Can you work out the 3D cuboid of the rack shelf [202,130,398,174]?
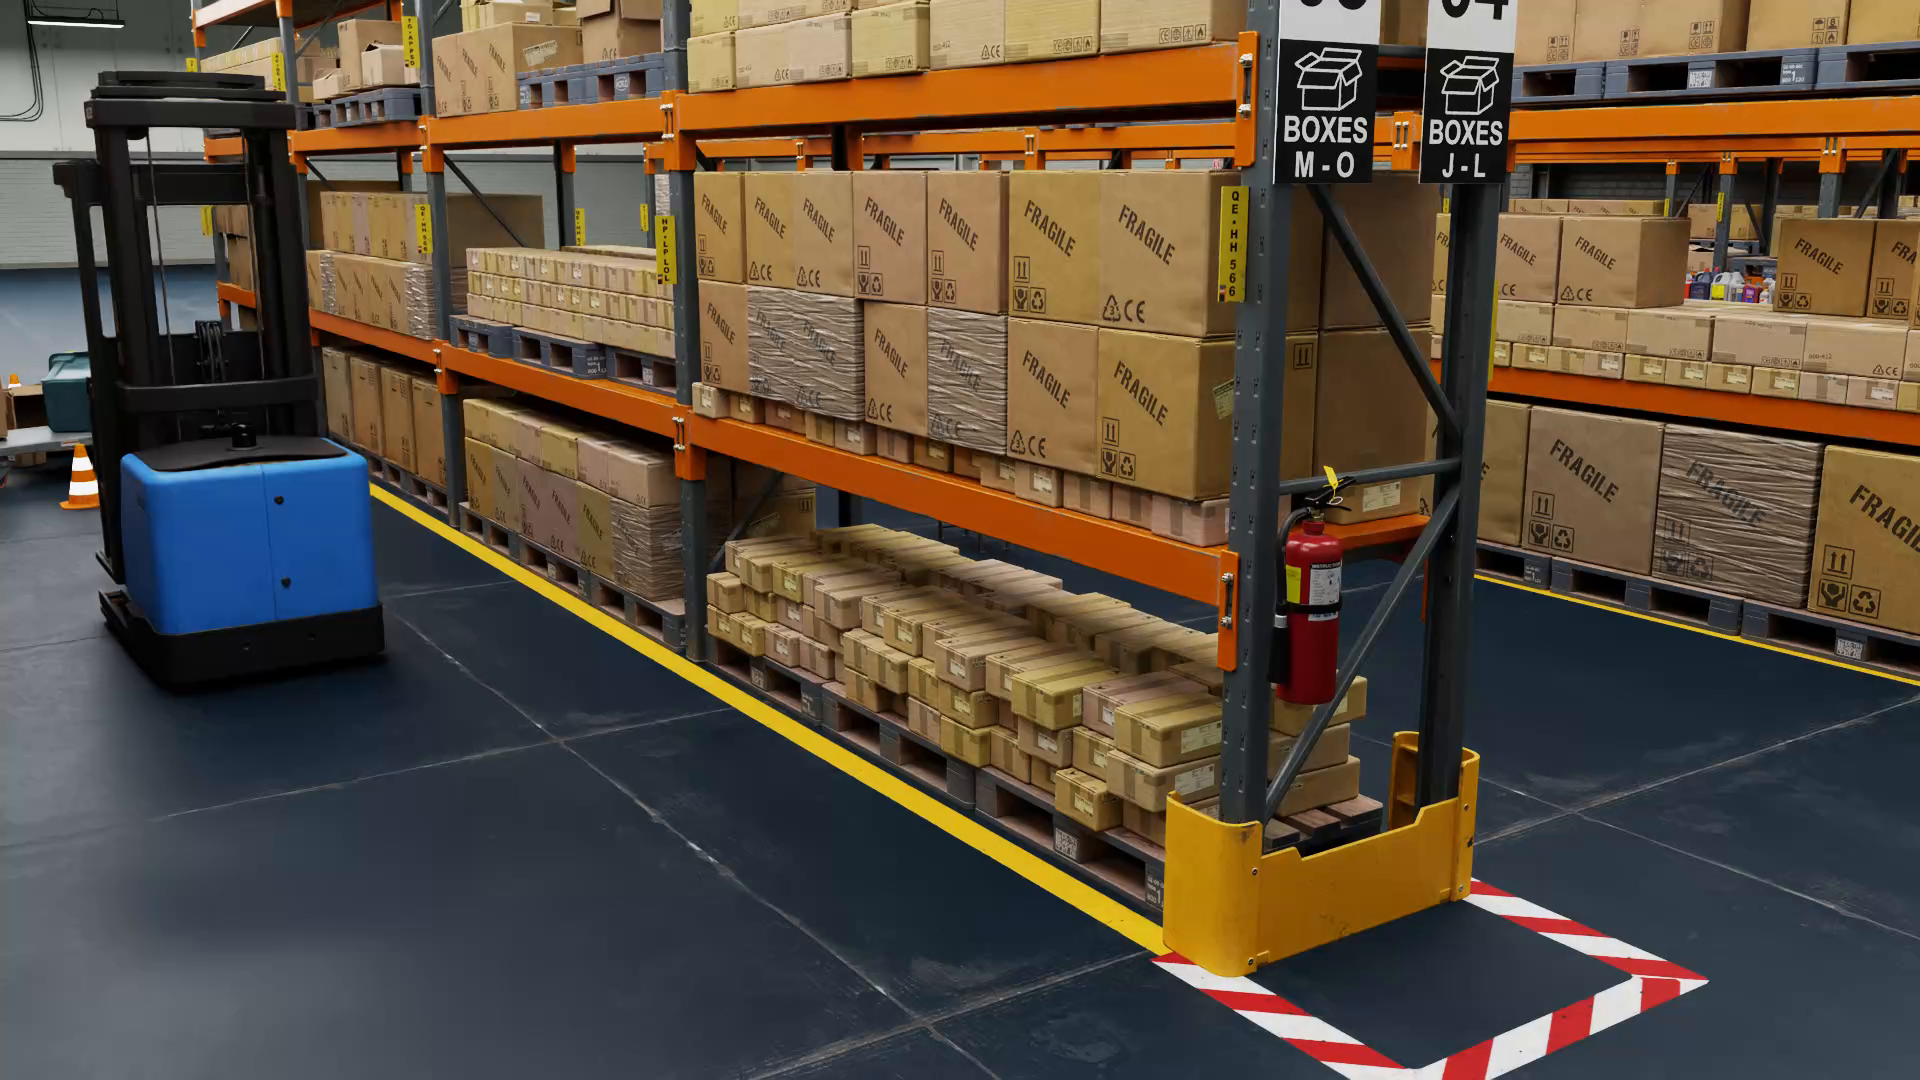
[{"bbox_3d":[-6.501,-3.793,16.347,1.077,0.370,4.000,-8,15,-33],"label":"rack shelf"}]

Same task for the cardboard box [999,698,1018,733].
[{"bbox_3d":[0.373,0.641,6.403,0.380,0.149,0.250,-8,15,-33],"label":"cardboard box"}]

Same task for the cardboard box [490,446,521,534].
[{"bbox_3d":[-2.715,-0.351,10.813,0.500,0.500,0.500,-8,15,-32],"label":"cardboard box"}]

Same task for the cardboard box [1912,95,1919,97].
[{"bbox_3d":[10.515,-4.745,17.565,0.600,0.600,0.600,-9,15,-35],"label":"cardboard box"}]

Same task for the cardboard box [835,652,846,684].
[{"bbox_3d":[-0.337,0.558,7.478,0.380,0.149,0.250,-9,15,-35],"label":"cardboard box"}]

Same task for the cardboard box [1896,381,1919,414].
[{"bbox_3d":[4.824,-0.706,8.156,0.380,0.149,0.250,-8,15,-32],"label":"cardboard box"}]

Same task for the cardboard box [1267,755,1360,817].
[{"bbox_3d":[1.232,0.868,6.064,0.380,0.149,0.250,-8,15,-32],"label":"cardboard box"}]

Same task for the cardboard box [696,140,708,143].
[{"bbox_3d":[-2.810,-4.700,19.162,0.500,0.250,0.500,-8,15,-33],"label":"cardboard box"}]

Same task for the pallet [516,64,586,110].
[{"bbox_3d":[-1.791,-2.580,9.559,1.213,0.211,1.003,-8,15,-33],"label":"pallet"}]

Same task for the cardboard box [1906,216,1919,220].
[{"bbox_3d":[10.444,-3.202,17.767,0.500,0.500,0.700,11,16,41],"label":"cardboard box"}]

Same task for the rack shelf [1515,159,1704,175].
[{"bbox_3d":[10.055,-6.121,26.992,1.077,0.370,4.000,-8,15,-33],"label":"rack shelf"}]

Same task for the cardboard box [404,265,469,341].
[{"bbox_3d":[-3.649,-1.709,11.921,0.500,0.500,0.500,-8,15,-33],"label":"cardboard box"}]

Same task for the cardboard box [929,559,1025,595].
[{"bbox_3d":[0.078,0.206,7.697,0.380,0.149,0.250,-9,15,-35],"label":"cardboard box"}]

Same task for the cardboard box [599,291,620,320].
[{"bbox_3d":[-1.782,-1.315,9.261,0.380,0.149,0.250,-9,15,-35],"label":"cardboard box"}]

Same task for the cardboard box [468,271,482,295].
[{"bbox_3d":[-3.076,-1.730,11.159,0.380,0.149,0.250,-7,14,-30],"label":"cardboard box"}]

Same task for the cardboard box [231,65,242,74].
[{"bbox_3d":[-6.715,-4.441,16.063,0.500,0.250,0.500,-8,15,-33],"label":"cardboard box"}]

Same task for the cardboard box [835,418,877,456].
[{"bbox_3d":[-0.305,-0.460,7.032,0.380,0.149,0.250,-7,14,-30],"label":"cardboard box"}]

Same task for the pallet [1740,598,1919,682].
[{"bbox_3d":[4.933,0.471,8.713,1.003,0.211,1.213,-8,15,-33],"label":"pallet"}]

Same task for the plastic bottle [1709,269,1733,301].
[{"bbox_3d":[6.567,-2.156,14.317,0.144,0.351,0.185,-8,15,-33],"label":"plastic bottle"}]

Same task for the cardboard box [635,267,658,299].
[{"bbox_3d":[-1.495,-1.369,8.815,0.380,0.149,0.250,-9,15,-34],"label":"cardboard box"}]

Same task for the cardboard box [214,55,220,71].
[{"bbox_3d":[-7.269,-4.788,16.720,0.380,0.149,0.250,-8,15,-32],"label":"cardboard box"}]

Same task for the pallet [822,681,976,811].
[{"bbox_3d":[0.121,0.794,7.235,1.003,0.211,1.213,-8,15,-33],"label":"pallet"}]

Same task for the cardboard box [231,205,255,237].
[{"bbox_3d":[-6.857,-3.362,16.836,0.875,0.550,0.550,-8,15,-33],"label":"cardboard box"}]

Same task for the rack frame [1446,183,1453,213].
[{"bbox_3d":[7.042,-4.064,22.925,1.000,3.000,0.127,-8,15,-33],"label":"rack frame"}]

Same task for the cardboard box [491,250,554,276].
[{"bbox_3d":[-2.798,-1.788,10.729,0.380,0.149,0.250,-8,15,-33],"label":"cardboard box"}]

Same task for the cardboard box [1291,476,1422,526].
[{"bbox_3d":[1.349,-0.163,5.672,0.380,0.149,0.250,-8,15,-33],"label":"cardboard box"}]

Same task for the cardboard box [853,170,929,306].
[{"bbox_3d":[-0.077,-1.199,6.551,0.500,0.500,0.500,-9,15,-35],"label":"cardboard box"}]

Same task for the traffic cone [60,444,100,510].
[{"bbox_3d":[-6.612,-0.492,12.528,0.336,0.463,0.334,-8,15,-33],"label":"traffic cone"}]

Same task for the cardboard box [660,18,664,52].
[{"bbox_3d":[-1.273,-2.709,8.931,0.500,0.311,0.500,-8,15,-34],"label":"cardboard box"}]

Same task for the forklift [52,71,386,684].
[{"bbox_3d":[-4.173,-1.000,9.075,1.130,2.935,3.031,-8,15,-33],"label":"forklift"}]

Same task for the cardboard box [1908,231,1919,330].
[{"bbox_3d":[4.952,-1.252,7.965,0.500,0.500,0.500,-8,15,-32],"label":"cardboard box"}]

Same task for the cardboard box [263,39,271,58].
[{"bbox_3d":[-6.000,-4.382,14.860,0.380,0.149,0.250,-8,15,-33],"label":"cardboard box"}]

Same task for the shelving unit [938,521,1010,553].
[{"bbox_3d":[0.092,-0.557,11.099,0.258,1.200,0.503,-8,15,-33],"label":"shelving unit"}]

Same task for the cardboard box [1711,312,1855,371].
[{"bbox_3d":[4.389,-1.066,8.868,0.500,0.250,0.500,-9,15,-35],"label":"cardboard box"}]

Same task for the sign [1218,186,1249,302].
[{"bbox_3d":[0.783,-0.847,4.763,0.100,0.325,0.005,-8,15,-33],"label":"sign"}]

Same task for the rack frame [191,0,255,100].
[{"bbox_3d":[-7.609,-5.965,17.576,1.000,3.000,0.127,-8,15,-33],"label":"rack frame"}]

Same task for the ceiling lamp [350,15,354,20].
[{"bbox_3d":[-14.665,-14.315,42.094,2.000,3.185,0.800,-8,15,-33],"label":"ceiling lamp"}]

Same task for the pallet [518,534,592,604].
[{"bbox_3d":[-2.073,0.106,10.381,1.003,0.211,1.213,-8,15,-33],"label":"pallet"}]

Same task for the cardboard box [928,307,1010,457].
[{"bbox_3d":[0.223,-0.614,6.217,0.500,0.500,0.500,-8,15,-33],"label":"cardboard box"}]

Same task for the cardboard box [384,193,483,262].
[{"bbox_3d":[-3.984,-2.411,12.790,0.700,0.500,0.500,-8,15,-34],"label":"cardboard box"}]

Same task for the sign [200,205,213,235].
[{"bbox_3d":[-8.074,-3.432,17.820,0.100,0.325,0.005,-8,15,-33],"label":"sign"}]

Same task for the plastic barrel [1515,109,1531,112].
[{"bbox_3d":[5.444,-4.546,16.119,0.600,0.830,0.708,-8,15,-33],"label":"plastic barrel"}]

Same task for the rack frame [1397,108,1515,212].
[{"bbox_3d":[3.225,-1.469,11.060,1.000,3.000,0.127,-8,15,-33],"label":"rack frame"}]

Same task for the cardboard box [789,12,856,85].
[{"bbox_3d":[-0.366,-1.996,6.797,0.500,0.250,0.500,-7,14,-30],"label":"cardboard box"}]

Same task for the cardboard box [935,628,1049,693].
[{"bbox_3d":[0.125,0.467,6.505,0.380,0.149,0.250,-7,14,-31],"label":"cardboard box"}]

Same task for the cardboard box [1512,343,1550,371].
[{"bbox_3d":[3.551,-1.115,10.026,0.380,0.149,0.250,-9,15,-34],"label":"cardboard box"}]

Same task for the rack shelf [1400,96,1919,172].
[{"bbox_3d":[4.333,-2.228,9.190,1.077,0.370,4.000,-8,15,-33],"label":"rack shelf"}]

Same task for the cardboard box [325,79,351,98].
[{"bbox_3d":[-5.025,-3.706,13.637,0.250,0.149,0.380,-8,15,-33],"label":"cardboard box"}]

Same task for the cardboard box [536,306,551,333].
[{"bbox_3d":[-2.360,-1.355,10.142,0.380,0.149,0.250,-8,15,-32],"label":"cardboard box"}]

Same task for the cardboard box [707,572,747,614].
[{"bbox_3d":[-1.026,0.244,8.217,0.380,0.149,0.250,-7,14,-30],"label":"cardboard box"}]
